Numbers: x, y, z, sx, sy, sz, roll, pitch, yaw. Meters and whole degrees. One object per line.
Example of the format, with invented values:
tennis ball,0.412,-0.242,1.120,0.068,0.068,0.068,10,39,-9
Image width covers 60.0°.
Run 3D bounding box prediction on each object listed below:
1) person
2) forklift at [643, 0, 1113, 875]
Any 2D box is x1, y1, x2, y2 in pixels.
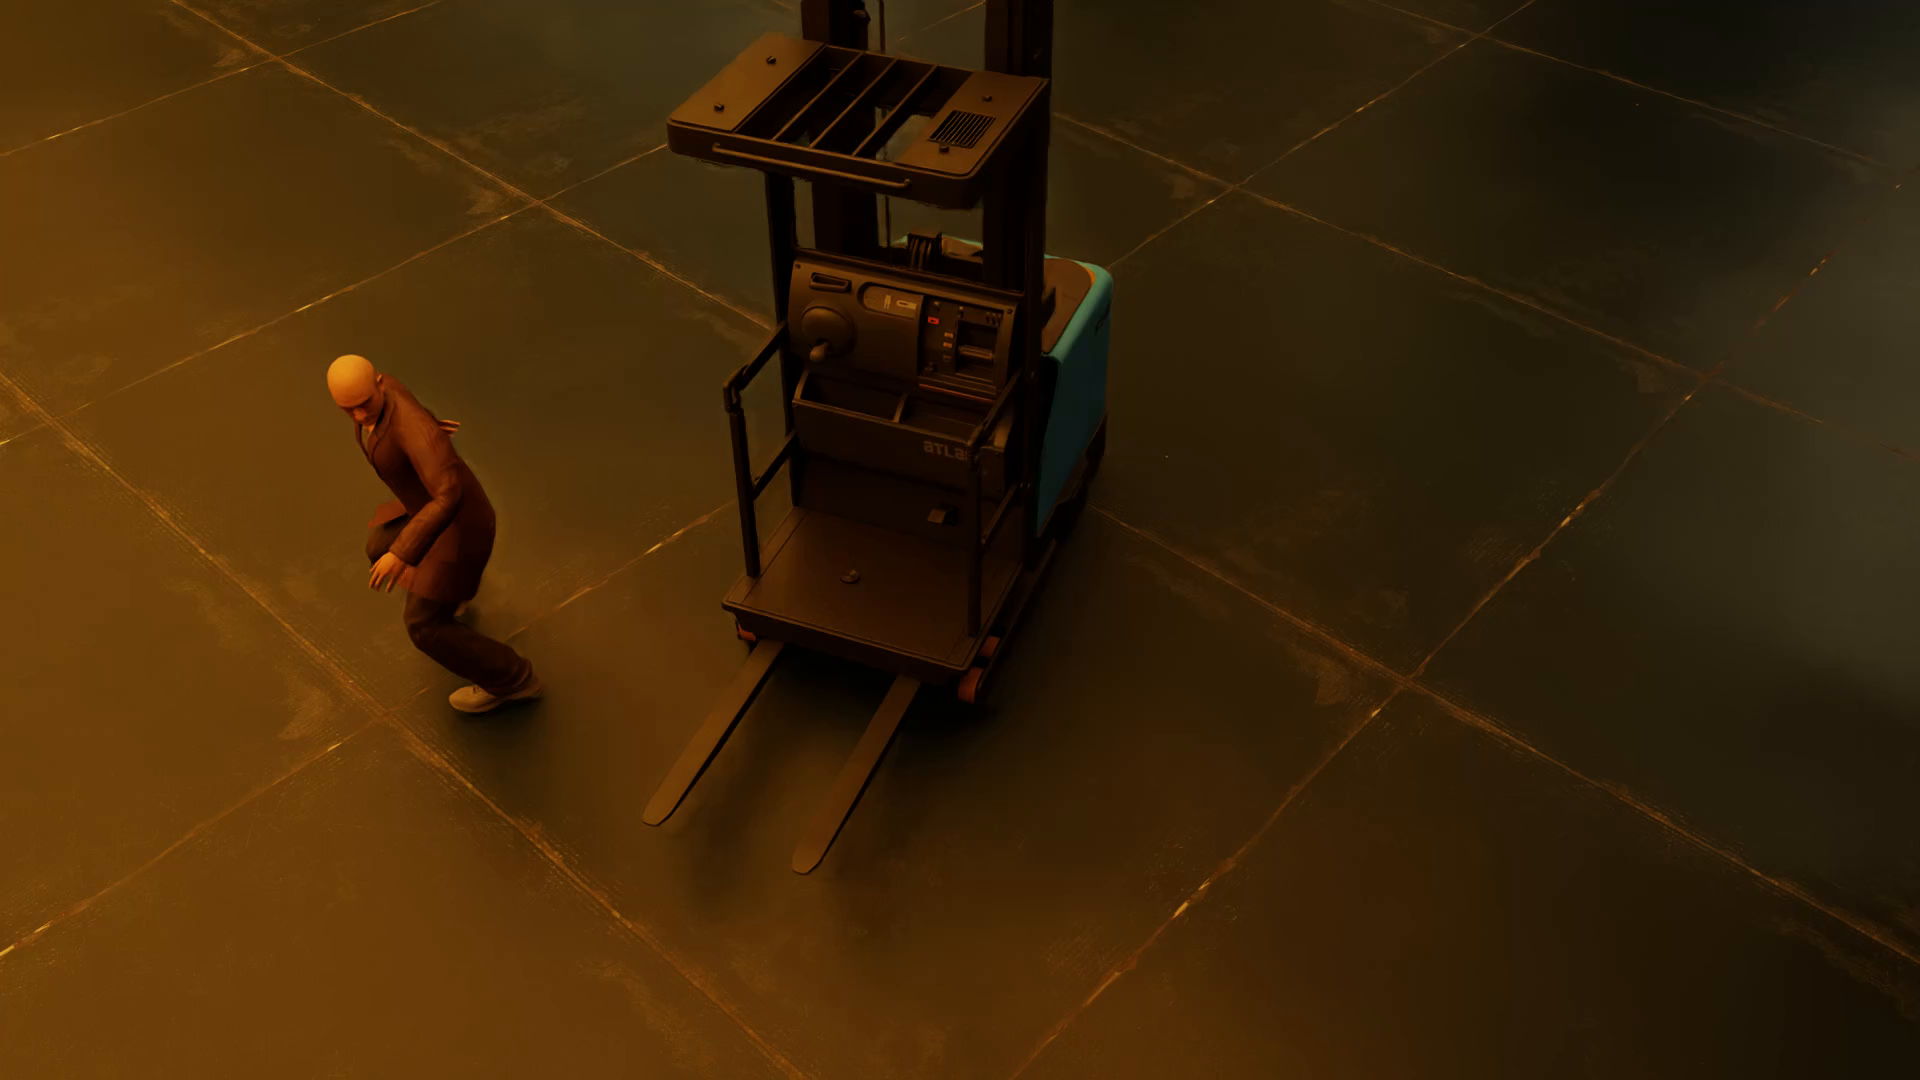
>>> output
person,-2.132,-0.076,6.611,0.571,1.701,1.078,-19,44,-20
forklift,-0.308,-0.743,6.295,1.130,2.935,3.031,14,43,16
